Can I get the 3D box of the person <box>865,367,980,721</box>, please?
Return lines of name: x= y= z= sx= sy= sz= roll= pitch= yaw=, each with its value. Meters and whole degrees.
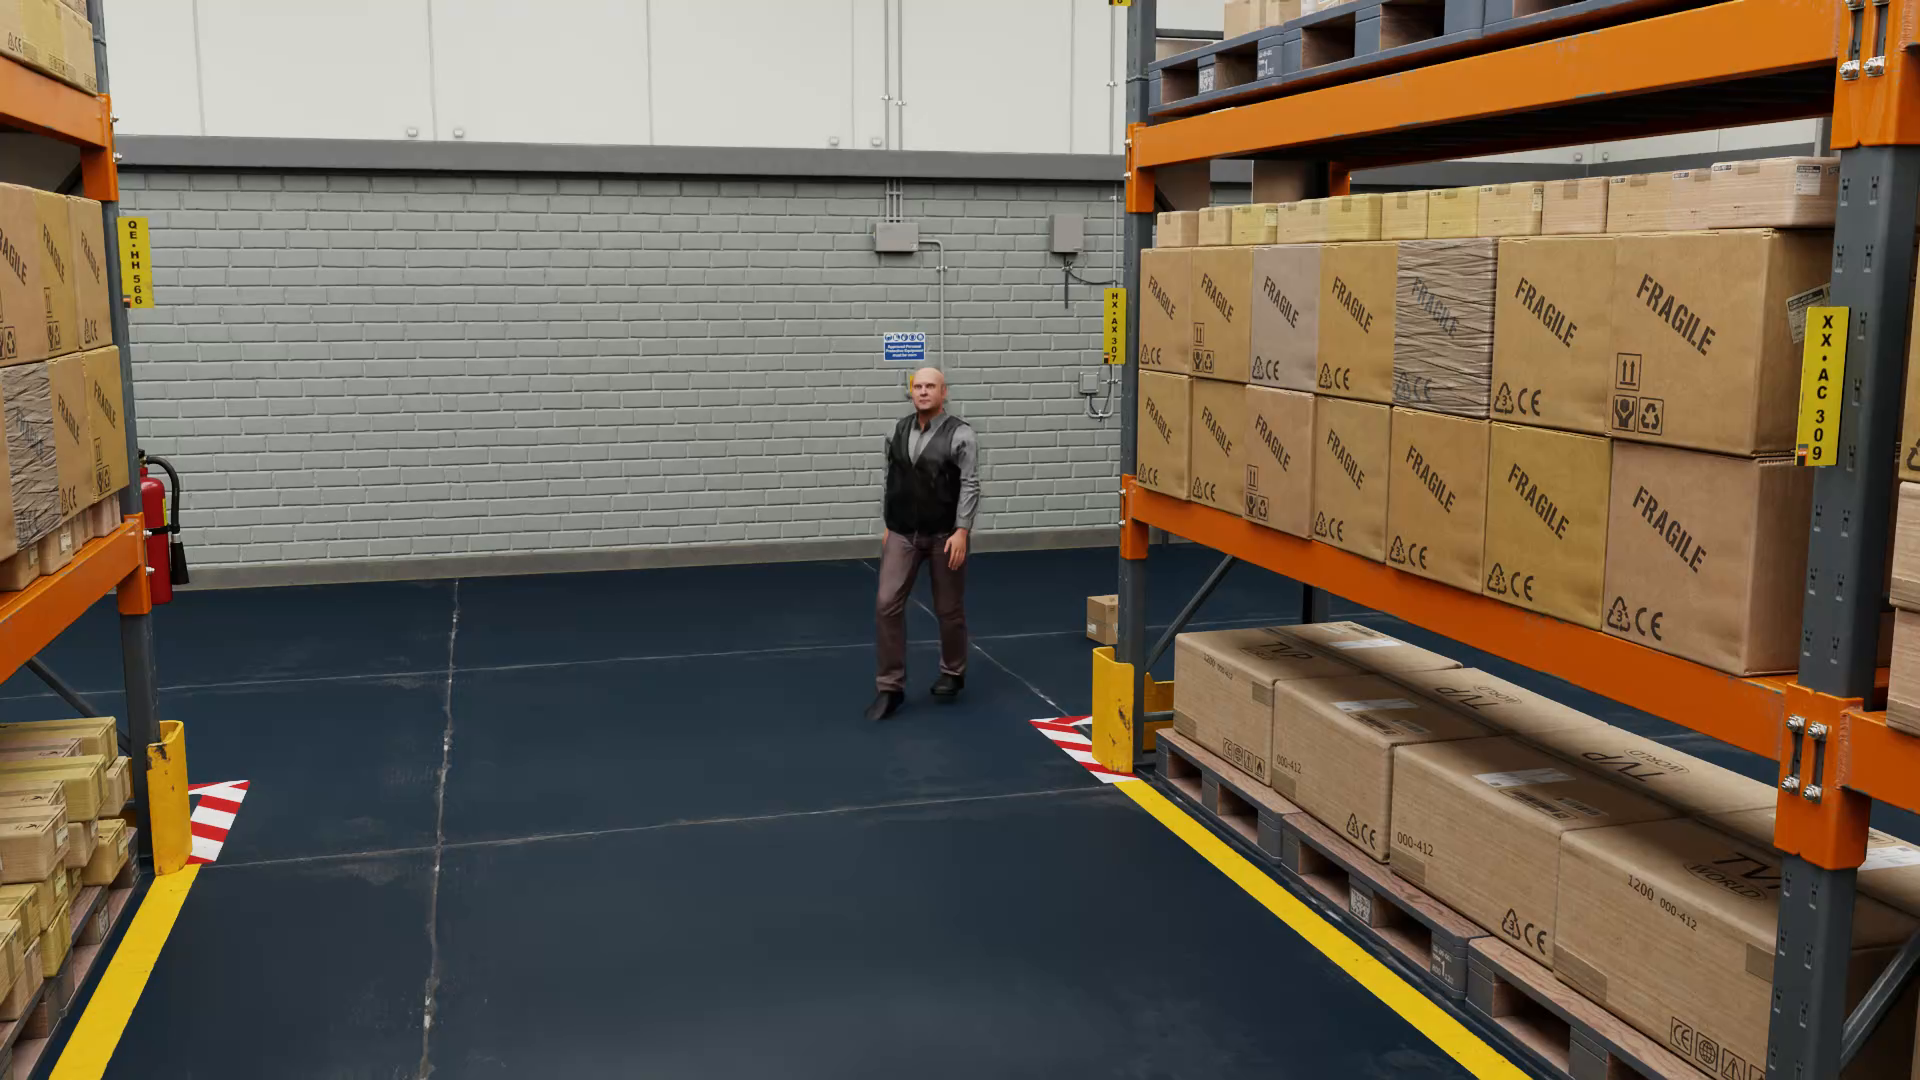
person: x=-0.177 y=0.021 z=8.403 sx=0.581 sy=1.773 sz=0.704 roll=3 pitch=10 yaw=18
